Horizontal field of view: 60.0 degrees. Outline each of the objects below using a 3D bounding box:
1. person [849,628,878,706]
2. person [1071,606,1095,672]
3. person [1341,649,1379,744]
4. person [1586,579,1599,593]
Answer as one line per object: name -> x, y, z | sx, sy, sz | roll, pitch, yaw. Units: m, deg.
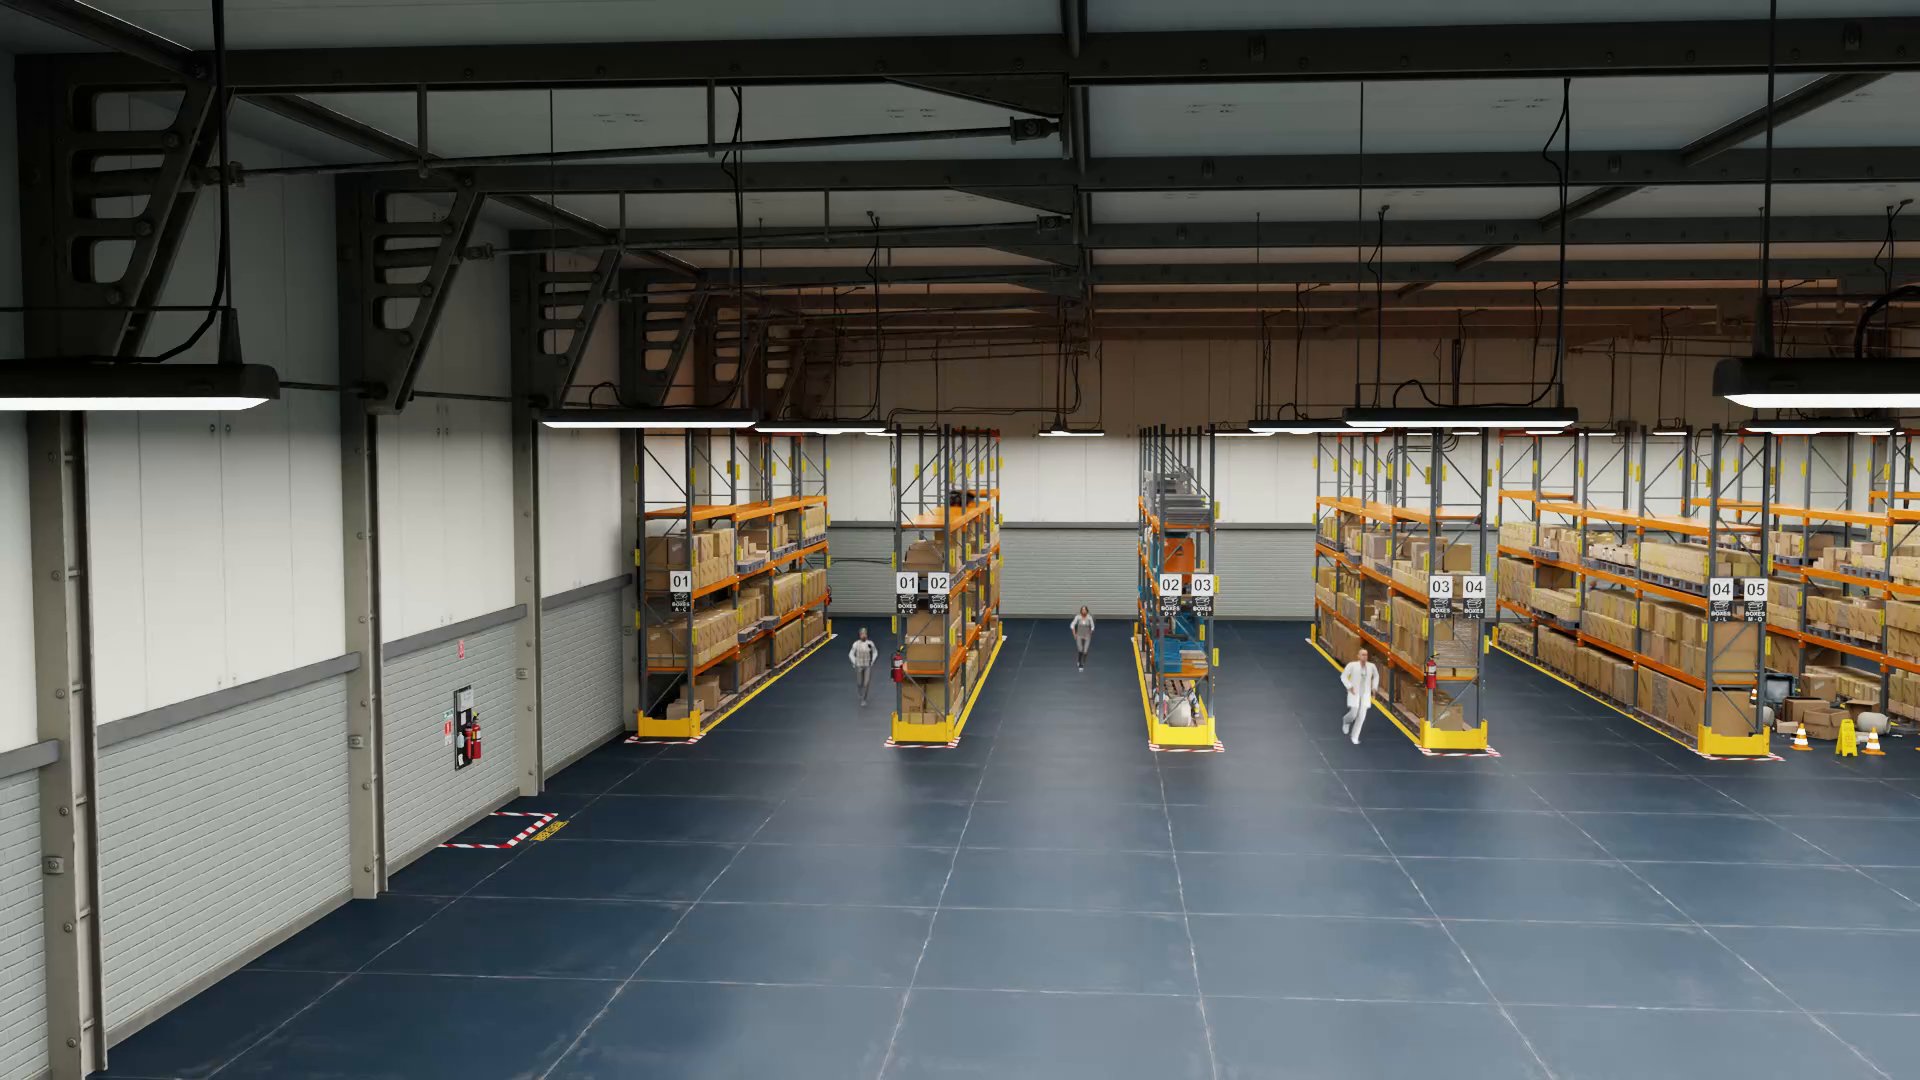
person -> -2.079, 2.723, 35.978 | 0.626, 1.671, 0.588 | 0, 3, -7
person -> 2.874, 2.307, 38.731 | 0.547, 1.559, 0.480 | 0, 3, -3
person -> 7.607, 2.954, 31.594 | 0.750, 1.771, 0.780 | 0, 3, -4
person -> 18.347, 1.961, 48.202 | 0.904, 1.654, 0.580 | -1, 4, -19
